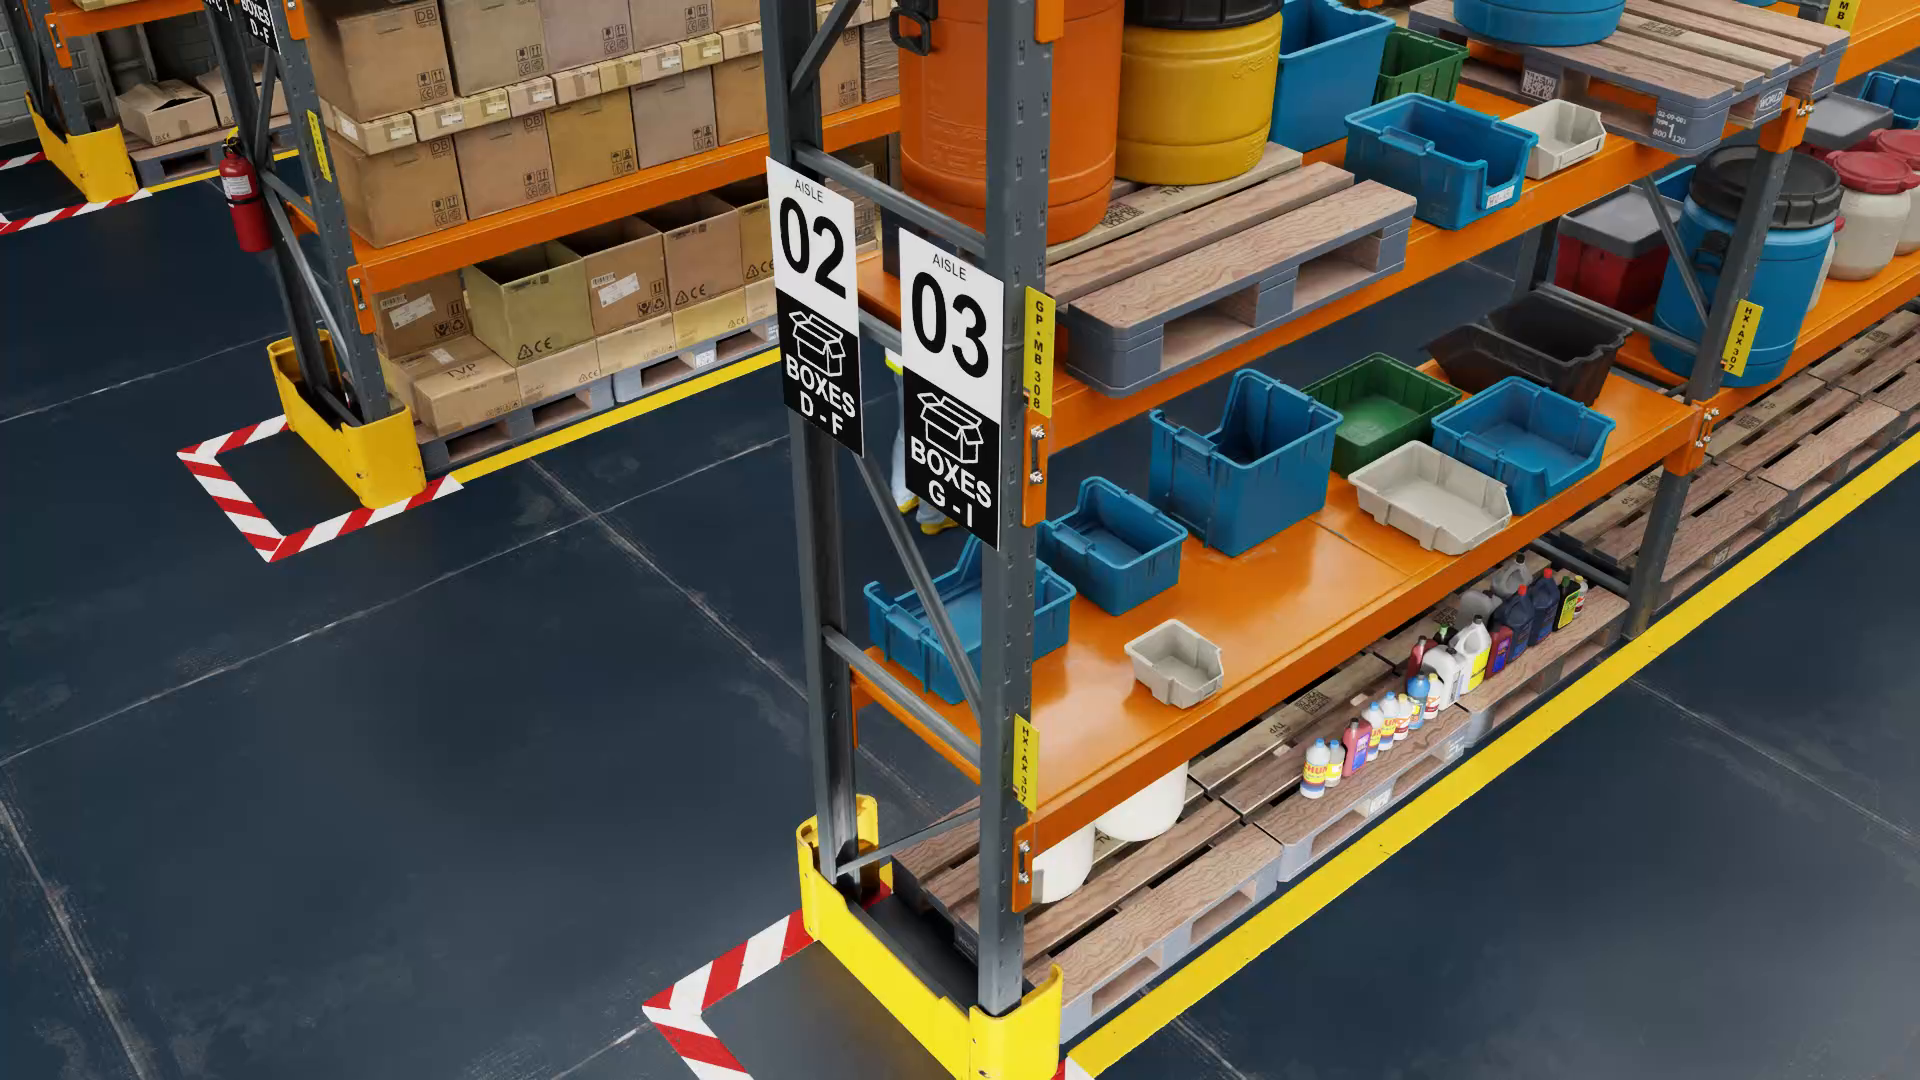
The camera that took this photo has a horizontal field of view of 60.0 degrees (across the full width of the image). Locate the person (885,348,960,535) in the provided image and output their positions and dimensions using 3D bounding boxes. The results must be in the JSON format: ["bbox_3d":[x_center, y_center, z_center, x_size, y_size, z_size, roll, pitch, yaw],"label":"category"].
[{"bbox_3d":[-0.181,-0.862,8.260,0.358,1.761,0.562,-24,42,-30],"label":"person"}]
